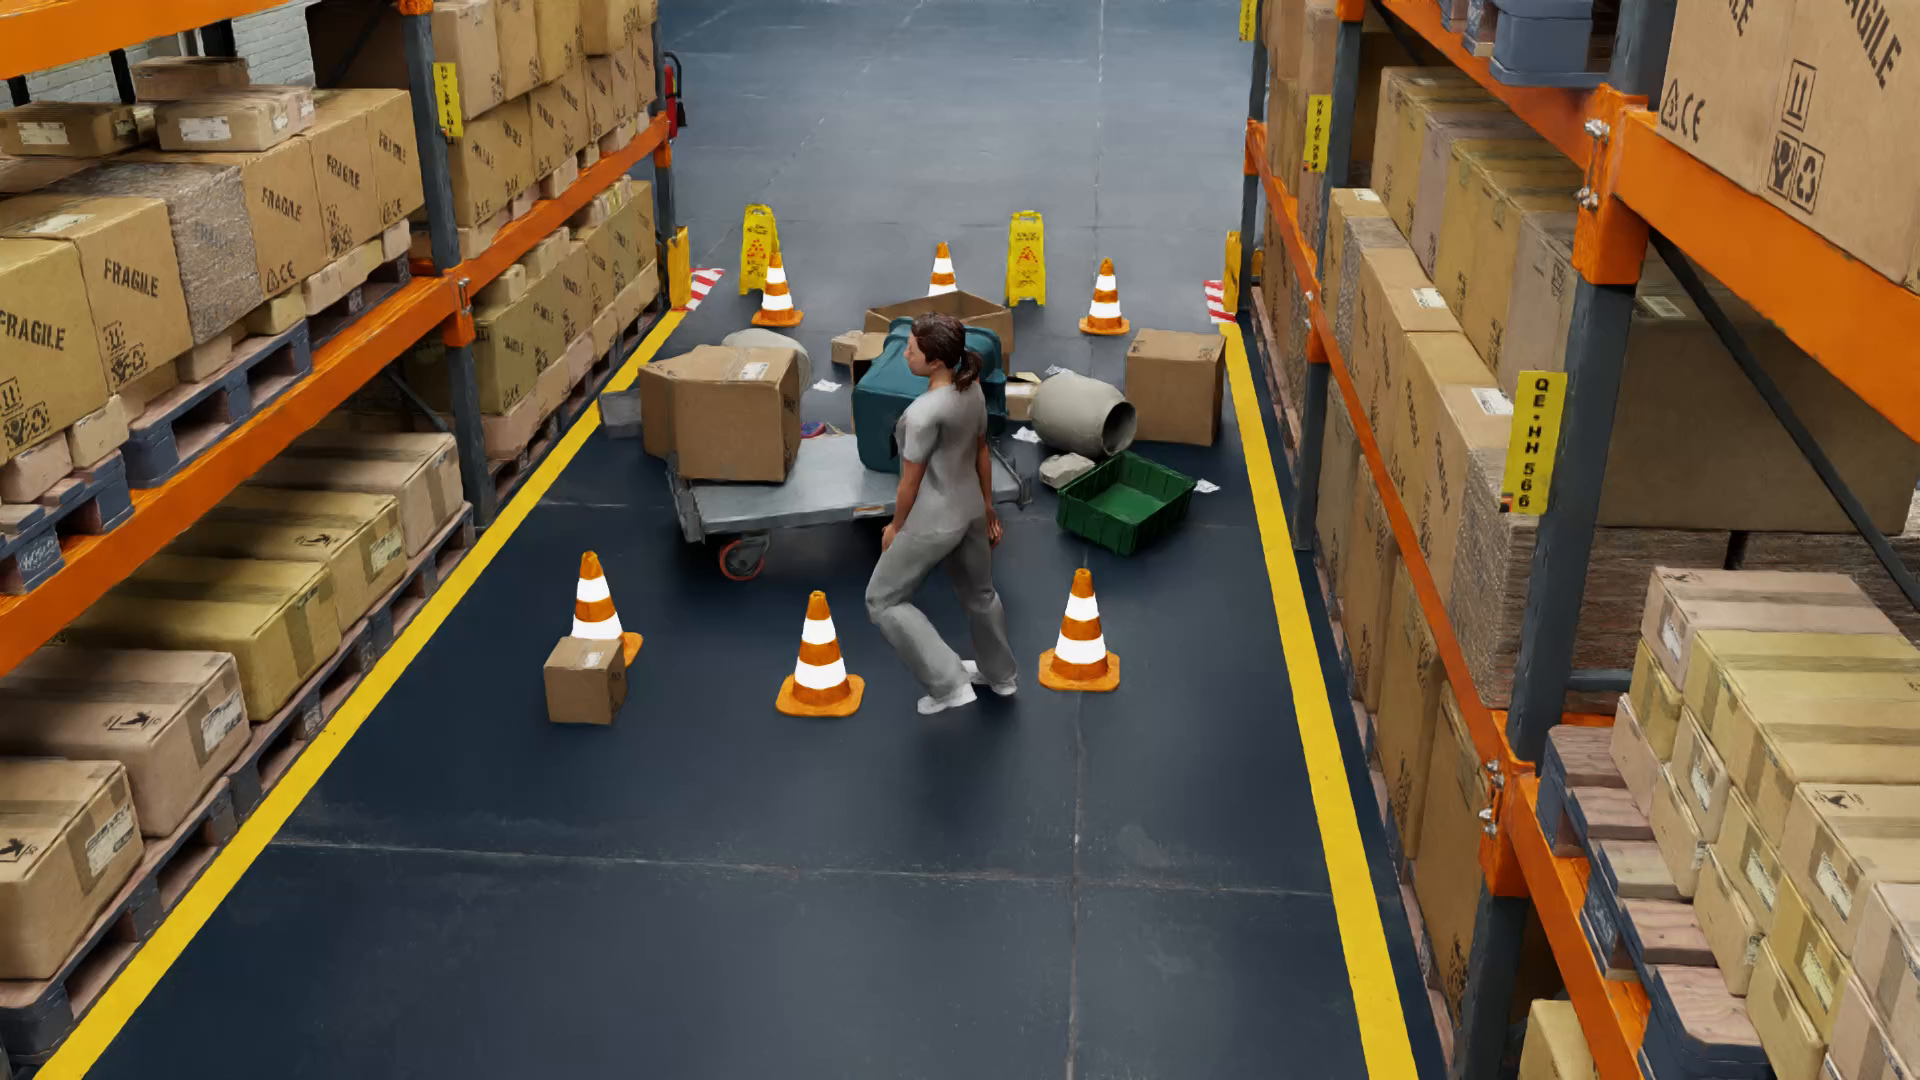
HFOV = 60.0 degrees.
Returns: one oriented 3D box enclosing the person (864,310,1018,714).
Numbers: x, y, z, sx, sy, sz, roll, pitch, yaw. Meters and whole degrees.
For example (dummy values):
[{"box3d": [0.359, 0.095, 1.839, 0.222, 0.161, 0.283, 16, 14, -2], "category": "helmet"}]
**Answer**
[{"box3d": [-0.041, -0.093, 6.302, 0.464, 1.651, 0.588, 13, 28, 27], "category": "person"}]
